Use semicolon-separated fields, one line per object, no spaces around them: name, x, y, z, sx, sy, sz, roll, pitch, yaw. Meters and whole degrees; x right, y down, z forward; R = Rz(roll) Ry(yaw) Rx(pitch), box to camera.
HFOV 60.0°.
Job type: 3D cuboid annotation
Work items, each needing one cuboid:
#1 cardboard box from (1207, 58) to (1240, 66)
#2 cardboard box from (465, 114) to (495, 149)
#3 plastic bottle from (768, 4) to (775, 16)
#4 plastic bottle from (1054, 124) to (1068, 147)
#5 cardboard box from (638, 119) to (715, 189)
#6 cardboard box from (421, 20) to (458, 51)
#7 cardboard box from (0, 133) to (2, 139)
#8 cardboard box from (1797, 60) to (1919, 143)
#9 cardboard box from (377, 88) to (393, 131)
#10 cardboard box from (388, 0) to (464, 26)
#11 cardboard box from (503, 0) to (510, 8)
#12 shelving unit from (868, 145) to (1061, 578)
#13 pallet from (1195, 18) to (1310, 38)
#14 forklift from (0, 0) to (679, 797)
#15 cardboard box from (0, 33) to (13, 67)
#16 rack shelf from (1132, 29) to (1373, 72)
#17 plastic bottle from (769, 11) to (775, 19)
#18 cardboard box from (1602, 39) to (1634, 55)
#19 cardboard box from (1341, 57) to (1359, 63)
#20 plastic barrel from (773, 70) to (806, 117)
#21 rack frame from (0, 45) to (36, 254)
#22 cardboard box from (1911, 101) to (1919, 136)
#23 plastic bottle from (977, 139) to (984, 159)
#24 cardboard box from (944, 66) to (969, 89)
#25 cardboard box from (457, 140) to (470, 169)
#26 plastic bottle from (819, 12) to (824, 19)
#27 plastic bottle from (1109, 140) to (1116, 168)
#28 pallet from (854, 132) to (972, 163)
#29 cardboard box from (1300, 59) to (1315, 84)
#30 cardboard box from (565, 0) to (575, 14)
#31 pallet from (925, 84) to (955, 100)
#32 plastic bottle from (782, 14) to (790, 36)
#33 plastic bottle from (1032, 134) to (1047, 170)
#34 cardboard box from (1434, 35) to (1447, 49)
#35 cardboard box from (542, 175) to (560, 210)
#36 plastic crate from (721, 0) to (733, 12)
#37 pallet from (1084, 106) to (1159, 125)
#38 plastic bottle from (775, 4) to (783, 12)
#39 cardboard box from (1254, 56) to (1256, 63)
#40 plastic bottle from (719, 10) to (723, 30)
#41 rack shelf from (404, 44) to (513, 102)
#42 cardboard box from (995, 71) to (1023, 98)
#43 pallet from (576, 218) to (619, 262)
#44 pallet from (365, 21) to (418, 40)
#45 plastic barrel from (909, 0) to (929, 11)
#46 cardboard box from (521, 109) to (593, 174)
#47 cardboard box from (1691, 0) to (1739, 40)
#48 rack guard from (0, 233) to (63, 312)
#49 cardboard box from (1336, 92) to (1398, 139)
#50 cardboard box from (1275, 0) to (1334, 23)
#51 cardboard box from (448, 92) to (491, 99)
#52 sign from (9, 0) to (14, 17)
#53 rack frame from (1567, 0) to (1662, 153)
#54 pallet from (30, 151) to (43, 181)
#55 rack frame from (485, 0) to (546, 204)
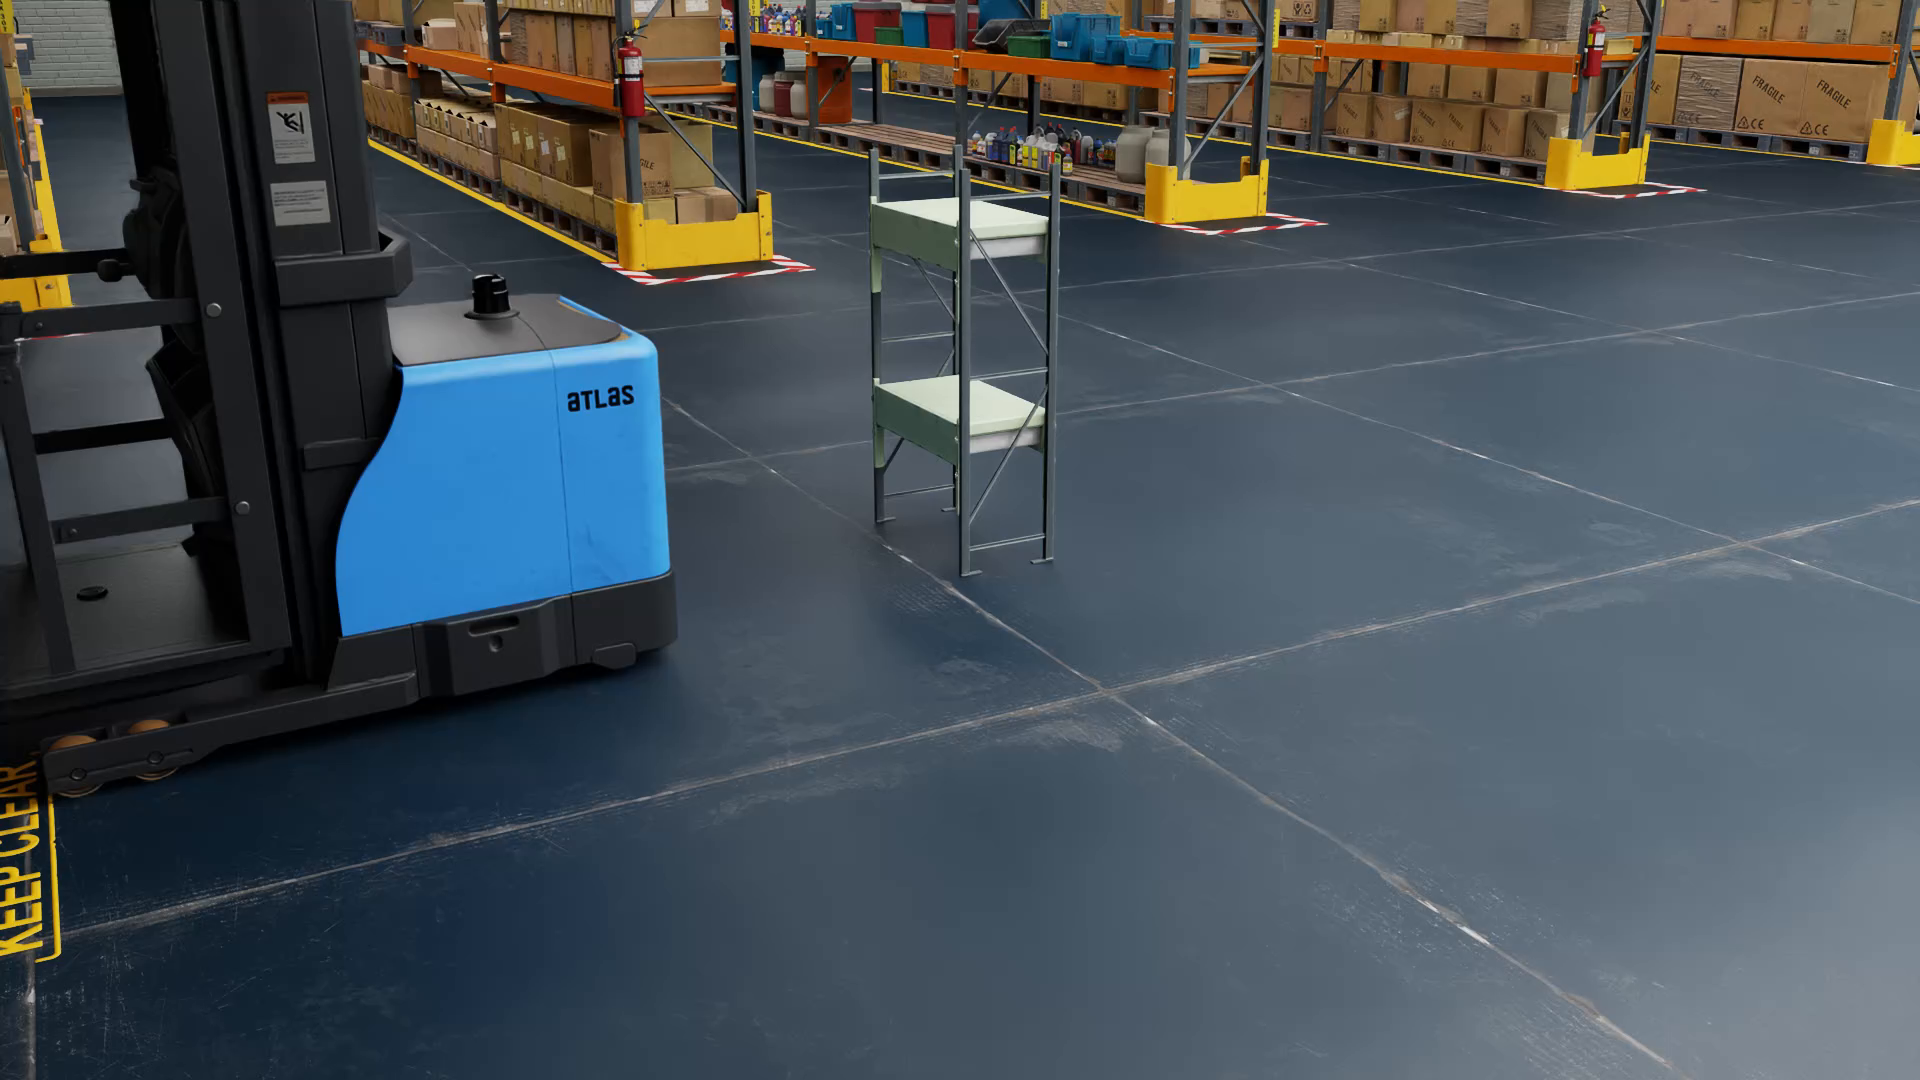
cardboard box;3.480;-6.450;22.733;0.500;0.250;0.500;-7;20;-21
cardboard box;-4.643;-4.110;16.655;0.500;0.311;0.500;-9;21;-25
plastic bottle;-2.698;-7.477;23.776;0.144;0.351;0.185;-10;21;-27
plastic bottle;1.066;-4.252;17.743;0.144;0.351;0.185;-11;22;-29
cardboard box;-2.344;-3.162;13.619;0.500;0.500;0.500;-10;21;-27
cardboard box;-5.591;-5.545;18.239;0.500;0.311;0.500;-10;22;-27
cardboard box;-9.164;-3.486;15.292;0.700;0.500;0.500;-10;21;-26
cardboard box;10.707;-5.229;19.799;0.875;0.875;0.875;-10;21;-26
cardboard box;-6.996;-5.431;20.929;0.500;0.500;0.500;-11;22;-29
cardboard box;-6.243;-6.283;19.444;0.500;0.500;0.700;16;25;39
cardboard box;-3.988;-4.973;15.296;0.380;0.149;0.250;-10;21;-27
shelving unit;0.003;-0.707;6.381;0.431;1.500;0.755;-10;21;-27
pallet;3.851;-6.755;21.902;1.003;0.211;1.213;-10;21;-27
forklift;-2.455;-0.874;4.670;3.031;2.935;1.130;-11;22;-29
cardboard box;-6.366;-3.286;10.605;0.500;0.500;0.500;-10;21;-27
rack shelf;3.825;-6.493;21.953;1.077;0.370;4.000;-10;21;-27
plastic bottle;-2.555;-7.039;22.610;0.061;0.283;0.133;-10;21;-27
cardboard box;6.748;-5.111;17.229;0.380;0.149;0.250;-10;21;-27
cardboard box;6.483;-7.817;26.725;0.500;0.250;0.500;-10;21;-26
plastic barrel;-2.267;-6.161;22.940;0.600;0.588;0.708;-10;21;-27
rack frame;-6.404;-2.809;10.174;1.000;3.000;0.127;-10;21;-27
cardboard box;12.333;-5.578;22.025;0.637;0.503;0.797;7;20;20
plastic bottle;0.229;-4.189;17.787;0.097;0.201;0.097;0;19;0
cardboard box;0.305;-8.210;28.439;0.875;0.875;0.875;-10;21;-27
cardboard box;-4.879;-3.991;17.170;0.500;0.250;0.500;-9;21;-25
plastic bottle;-1.875;-7.057;22.680;0.097;0.271;0.097;0;19;0
plastic bottle;1.566;-3.929;16.928;0.097;0.271;0.097;0;19;0
pallet;-0.575;-4.744;20.056;1.003;0.211;1.213;-10;21;-27
cardboard box;6.019;-7.759;27.706;0.500;0.500;0.500;-10;21;-26
cardboard box;-3.011;-4.383;13.587;0.380;0.149;0.250;-9;21;-25
pallet;0.100;-7.819;28.966;1.003;0.211;1.213;-10;21;-27
plastic bottle;-2.292;-6.788;21.900;0.097;0.271;0.097;0;19;0
plastic bottle;0.813;-3.922;16.786;0.144;0.351;0.185;-9;21;-24
cardboard box;5.495;-5.539;18.470;0.380;0.149;0.250;-10;21;-27
cardboard box;-3.284;-3.013;14.337;0.500;0.250;0.500;-10;21;-27
plastic crate;-3.587;-8.142;25.439;0.402;0.464;0.583;-10;21;-27
pallet;2.567;-6.327;24.644;1.003;0.211;1.213;-10;21;-27
plastic bottle;-2.571;-7.499;23.840;0.144;0.351;0.185;-10;21;-27
cardboard box;5.407;-8.558;29.649;0.380;0.149;0.250;-9;21;-24
plastic bottle;-3.404;-7.460;23.849;0.097;0.271;0.097;0;19;0
rack shelf;-4.895;-4.960;17.509;1.077;0.370;4.000;-10;21;-27
cardboard box;1.297;-7.569;26.582;1.225;0.875;0.875;-10;21;-26
pallet;-2.446;-2.472;13.473;1.003;0.211;1.213;-10;21;-27
pallet;-6.772;-6.341;20.703;1.003;0.211;1.213;-10;21;-27
plastic barrel;-0.400;-6.200;19.791;0.433;0.535;0.433;0;19;0
cardboard box;-3.526;-3.510;14.628;0.500;0.500;0.500;-10;21;-27
cardboard box;9.807;-6.638;21.039;0.875;0.550;0.550;-10;21;-27
rack guard;-6.440;-1.649;10.645;1.175;0.500;0.348;-10;21;-27
cardboard box;4.929;-5.155;20.160;0.500;0.500;0.500;-11;22;-28
cardboard box;4.520;-6.991;20.729;1.000;1.000;1.000;-10;21;-26
cardboard box;-5.810;-5.075;19.899;0.500;0.500;0.500;-9;21;-24
sign;-7.829;-4.453;13.610;0.100;0.325;0.005;-10;21;-27
rack frame;6.674;-5.111;16.844;1.000;3.000;0.127;-10;21;-27
pallet;-10.511;-4.026;17.974;1.003;0.211;1.213;-10;21;-27
rack frame;-3.945;-4.726;15.728;1.000;3.000;0.127;-10;21;-27
